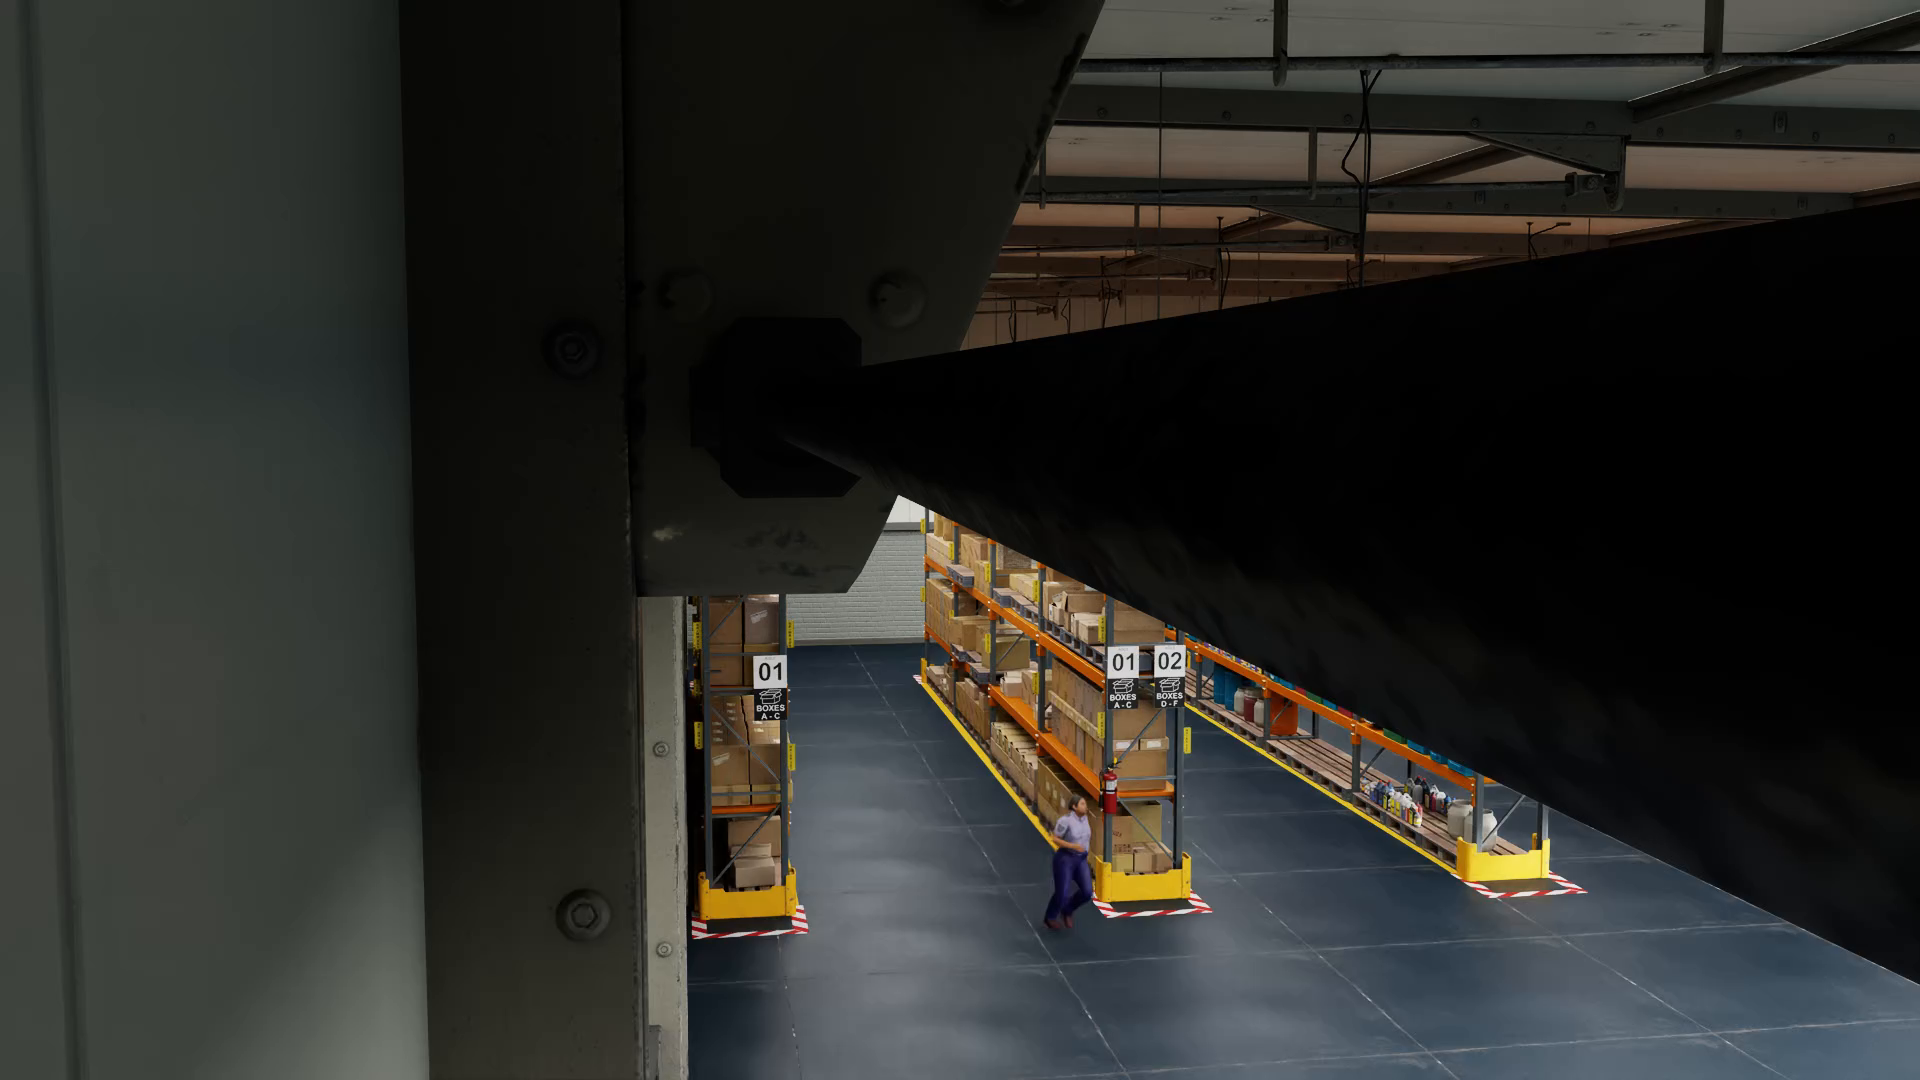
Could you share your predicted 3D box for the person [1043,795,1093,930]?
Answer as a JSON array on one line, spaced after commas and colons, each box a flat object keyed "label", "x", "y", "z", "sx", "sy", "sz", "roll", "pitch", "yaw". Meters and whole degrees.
[{"label": "person", "x": 1.372, "y": 3.818, "z": 19.664, "sx": 0.613, "sy": 1.592, "sz": 0.579, "roll": -3, "pitch": 6, "yaw": -34}]
